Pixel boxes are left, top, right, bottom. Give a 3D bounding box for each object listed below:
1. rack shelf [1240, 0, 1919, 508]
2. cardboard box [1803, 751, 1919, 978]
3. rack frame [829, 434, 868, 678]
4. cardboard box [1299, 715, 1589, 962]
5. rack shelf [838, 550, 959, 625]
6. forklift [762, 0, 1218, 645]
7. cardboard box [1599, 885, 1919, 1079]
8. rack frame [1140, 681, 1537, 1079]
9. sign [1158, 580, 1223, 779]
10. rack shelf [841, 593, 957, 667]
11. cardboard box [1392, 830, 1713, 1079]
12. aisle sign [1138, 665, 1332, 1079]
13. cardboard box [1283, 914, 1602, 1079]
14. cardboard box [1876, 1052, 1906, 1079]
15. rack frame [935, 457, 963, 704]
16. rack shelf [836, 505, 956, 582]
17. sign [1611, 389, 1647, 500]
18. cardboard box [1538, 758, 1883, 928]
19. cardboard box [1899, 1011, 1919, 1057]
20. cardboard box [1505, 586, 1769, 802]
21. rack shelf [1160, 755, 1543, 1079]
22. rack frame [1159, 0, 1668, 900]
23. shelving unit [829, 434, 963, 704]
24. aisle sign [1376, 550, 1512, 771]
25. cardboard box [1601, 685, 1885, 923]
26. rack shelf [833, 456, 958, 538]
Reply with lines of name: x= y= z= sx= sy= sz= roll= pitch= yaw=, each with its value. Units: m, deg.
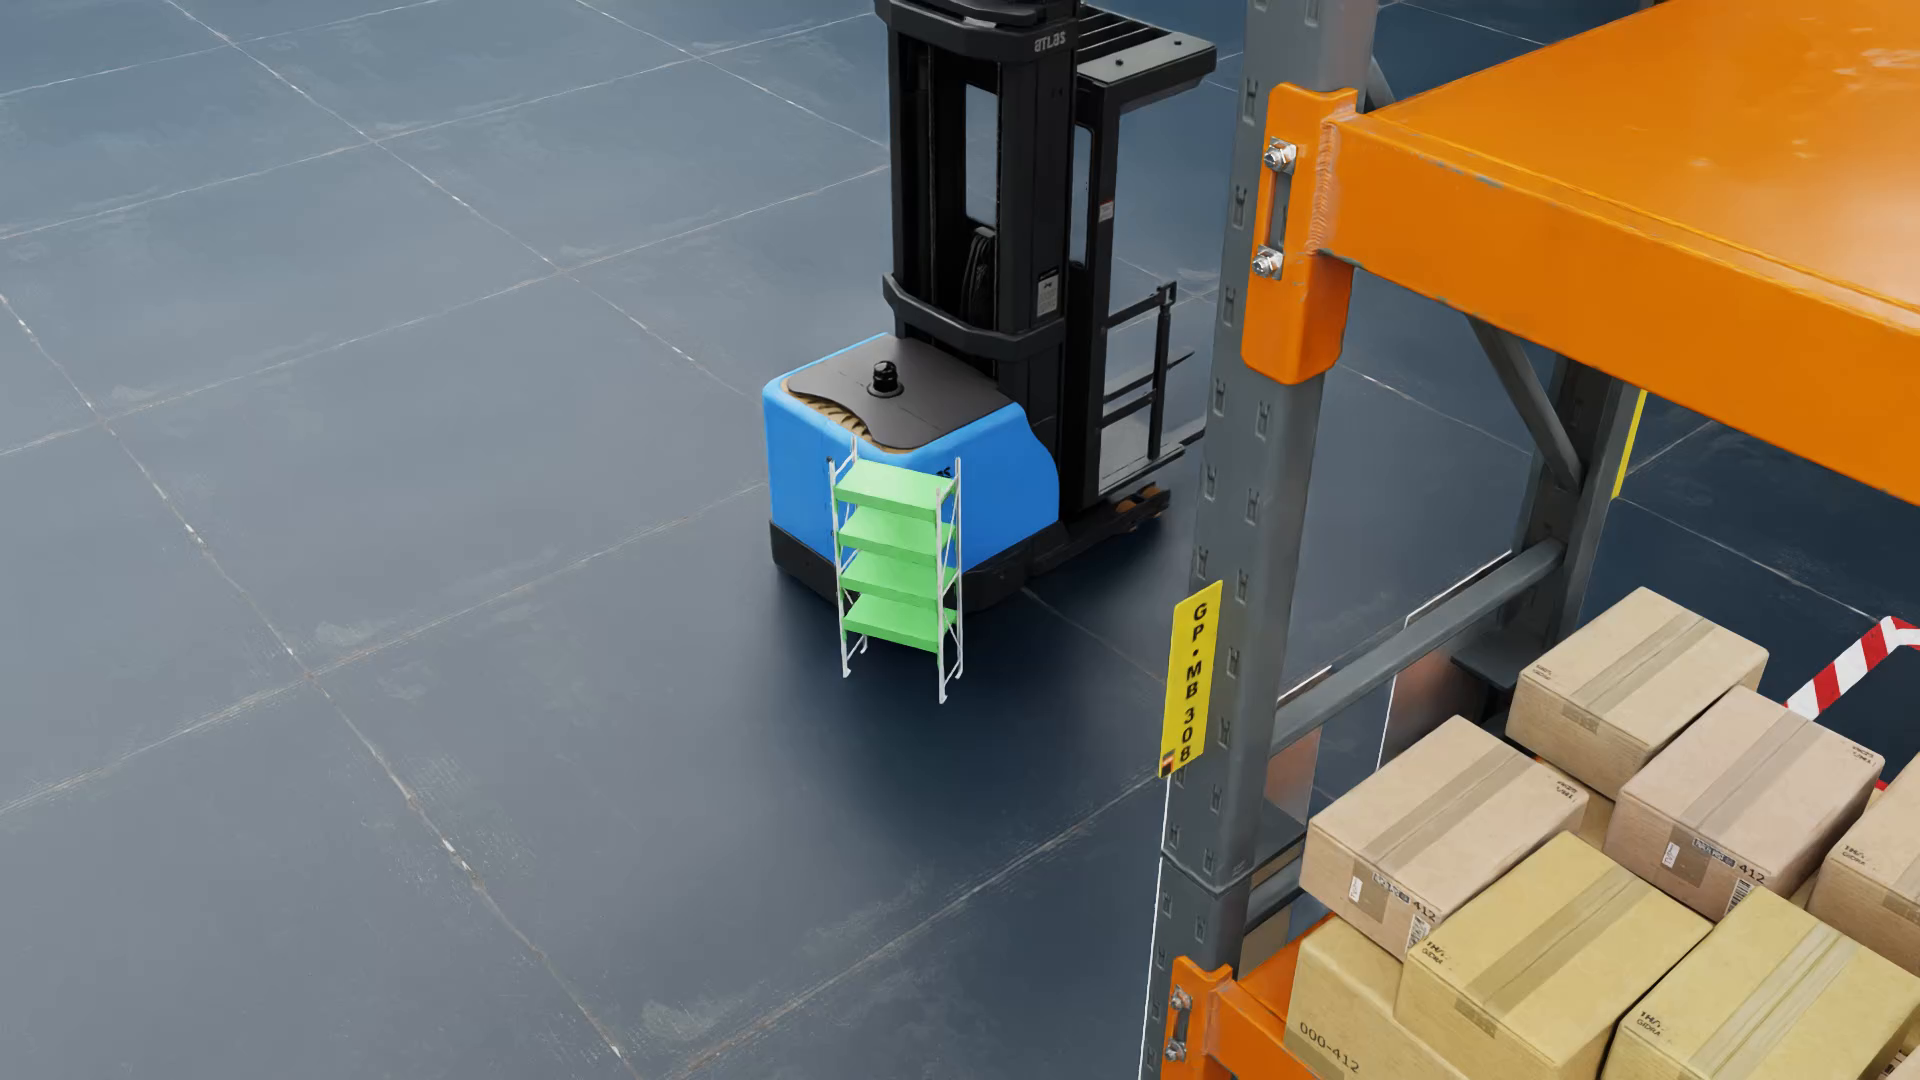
rack shelf: x=2.041 y=0.314 z=1.047 sx=1.077 sy=0.370 sz=4.000 roll=-26 pitch=43 yaw=-32
cardboard box: x=1.506 y=0.503 z=2.535 sx=0.380 sy=0.149 sz=0.250 roll=-28 pitch=44 yaw=-34
rack frame: x=-0.497 y=0.092 z=7.478 sx=0.015 sy=1.200 sz=0.240 roll=13 pitch=39 yaw=18
cardboard box: x=0.751 y=0.466 z=2.587 sx=0.380 sy=0.149 sz=0.250 roll=-26 pitch=43 yaw=-32
rack shelf: x=-0.271 y=0.197 z=7.441 sx=0.480 sy=0.148 sz=0.258 roll=13 pitch=39 yaw=18
forklift: x=0.474 y=-1.434 z=8.140 sx=3.031 sy=2.935 sz=1.130 roll=-28 pitch=44 yaw=-34
cardboard box: x=1.102 y=0.682 z=2.282 sx=0.380 sy=0.149 sz=0.250 roll=-27 pitch=43 yaw=-33
rack frame: x=0.750 y=1.584 z=3.819 sx=1.000 sy=3.000 sz=0.127 roll=-26 pitch=43 yaw=-32
sign: x=0.336 y=0.206 z=2.414 sx=0.100 sy=0.325 sz=0.005 roll=-26 pitch=43 yaw=-32
rack shelf: x=-0.269 y=0.390 z=7.583 sx=0.480 sy=0.148 sz=0.258 roll=13 pitch=39 yaw=18
cardboard box: x=0.845 y=0.617 z=2.374 sx=0.380 sy=0.149 sz=0.250 roll=-25 pitch=42 yaw=-31
aisle sign: x=0.481 y=0.608 z=2.948 sx=0.394 sy=0.787 sz=0.004 roll=-26 pitch=43 yaw=-32
cardboard box: x=0.864 y=0.730 z=2.559 sx=0.500 sy=0.250 sz=0.500 roll=-25 pitch=42 yaw=-30
cardboard box: x=1.201 y=0.956 z=2.241 sx=0.500 sy=0.250 sz=0.500 roll=-27 pitch=43 yaw=-33
rack frame: x=-0.045 y=0.199 z=7.327 sx=0.015 sy=1.200 sz=0.240 roll=13 pitch=39 yaw=18
rack shelf: x=-0.273 y=0.004 z=7.298 sx=0.480 sy=0.148 sz=0.258 roll=13 pitch=39 yaw=18
sign: x=1.187 y=-0.200 z=2.976 sx=0.100 sy=0.325 sz=0.005 roll=-26 pitch=43 yaw=-32
cardboard box: x=1.255 y=0.539 z=2.829 sx=0.500 sy=0.250 sz=0.500 roll=-25 pitch=42 yaw=-31
cardboard box: x=1.580 y=0.759 z=2.519 sx=0.500 sy=0.250 sz=0.500 roll=-26 pitch=43 yaw=-32
cardboard box: x=1.168 y=0.265 z=2.872 sx=0.380 sy=0.149 sz=0.250 roll=-26 pitch=43 yaw=-32
rack shelf: x=2.041 y=1.537 z=1.913 sx=1.077 sy=0.370 sz=4.000 roll=-26 pitch=43 yaw=-32
rack frame: x=0.750 y=-0.864 z=2.085 sx=1.000 sy=3.000 sz=0.127 roll=-26 pitch=43 yaw=-32
shelving unit: x=-0.271 y=0.145 z=7.403 sx=0.503 sy=1.200 sz=0.258 roll=13 pitch=39 yaw=18
aisle sign: x=0.939 y=0.384 z=3.264 sx=0.394 sy=0.787 sz=0.004 roll=-26 pitch=43 yaw=-32
cardboard box: x=1.246 y=0.423 z=2.648 sx=0.380 sy=0.149 sz=0.250 roll=-28 pitch=44 yaw=-33
rack shelf: x=-0.274 y=-0.189 z=7.155 sx=0.480 sy=0.148 sz=0.258 roll=13 pitch=39 yaw=18
